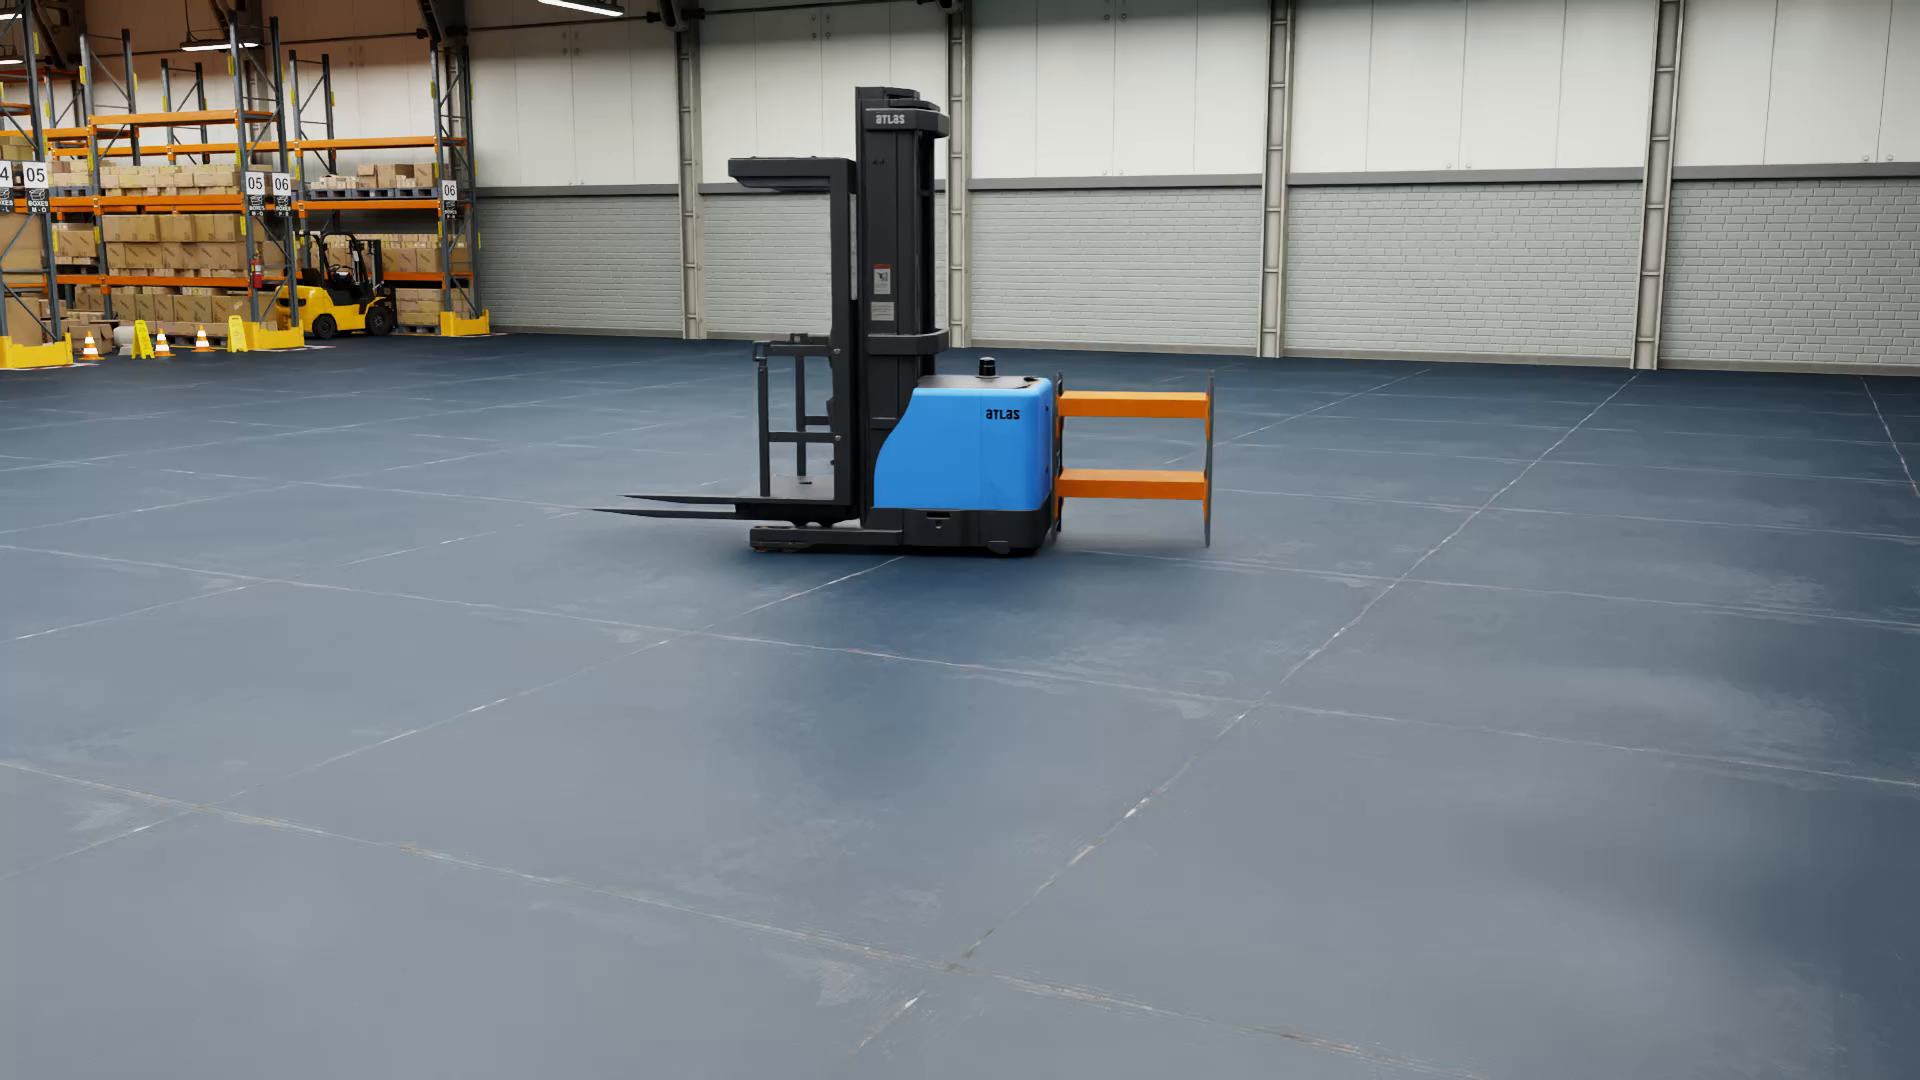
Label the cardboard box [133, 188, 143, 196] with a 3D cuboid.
[{"bbox_3d":[-15.481,-6.614,31.633,0.250,0.149,0.380,5,12,28],"label":"cardboard box"}]

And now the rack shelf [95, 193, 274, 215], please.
[{"bbox_3d":[-14.546,-6.347,31.474,4.000,0.370,1.077,5,11,26],"label":"rack shelf"}]

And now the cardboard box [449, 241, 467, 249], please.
[{"bbox_3d":[-10.749,-6.297,35.498,0.250,0.149,0.380,5,11,24],"label":"cardboard box"}]

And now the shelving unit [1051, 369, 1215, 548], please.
[{"bbox_3d":[1.158,-0.557,11.150,1.048,1.125,0.538,1,10,8],"label":"shelving unit"}]

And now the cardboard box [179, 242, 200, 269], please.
[{"bbox_3d":[-14.255,-5.342,31.207,0.500,0.500,0.500,5,11,26],"label":"cardboard box"}]

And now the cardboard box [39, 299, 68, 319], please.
[{"bbox_3d":[-17.100,-4.239,31.119,0.500,0.500,0.500,5,11,26],"label":"cardboard box"}]

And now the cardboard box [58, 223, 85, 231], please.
[{"bbox_3d":[-17.477,-6.156,32.708,0.250,0.149,0.380,5,11,24],"label":"cardboard box"}]

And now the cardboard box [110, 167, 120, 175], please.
[{"bbox_3d":[-15.956,-7.035,31.720,0.250,0.149,0.380,5,12,28],"label":"cardboard box"}]

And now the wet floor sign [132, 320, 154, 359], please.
[{"bbox_3d":[-13.950,-3.424,28.339,0.232,0.644,0.267,3,11,16],"label":"wet floor sign"}]

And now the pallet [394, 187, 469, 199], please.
[{"bbox_3d":[-11.182,-7.353,35.260,1.213,0.211,1.003,5,11,26],"label":"pallet"}]

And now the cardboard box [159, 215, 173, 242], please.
[{"bbox_3d":[-14.647,-5.887,31.410,0.500,0.500,0.700,5,11,25],"label":"cardboard box"}]

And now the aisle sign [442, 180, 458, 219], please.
[{"bbox_3d":[-10.631,-7.088,34.669,0.004,0.787,0.394,5,11,26],"label":"aisle sign"}]

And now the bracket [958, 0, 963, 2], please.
[{"bbox_3d":[0.191,-9.747,29.713,0.430,0.232,0.235,5,11,26],"label":"bracket"}]

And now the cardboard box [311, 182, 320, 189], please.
[{"bbox_3d":[-13.879,-7.700,36.175,0.250,0.149,0.380,5,12,27],"label":"cardboard box"}]

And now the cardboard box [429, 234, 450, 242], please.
[{"bbox_3d":[-10.974,-6.370,35.065,0.250,0.149,0.380,5,11,26],"label":"cardboard box"}]

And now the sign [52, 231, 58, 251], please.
[{"bbox_3d":[-14.601,-4.822,26.797,0.005,0.325,0.100,5,11,26],"label":"sign"}]

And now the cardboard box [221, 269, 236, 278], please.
[{"bbox_3d":[-13.459,-4.941,30.815,0.250,0.149,0.380,5,11,25],"label":"cardboard box"}]

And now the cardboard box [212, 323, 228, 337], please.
[{"bbox_3d":[-13.618,-3.944,31.139,0.500,0.250,0.500,5,11,26],"label":"cardboard box"}]

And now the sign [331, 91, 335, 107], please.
[{"bbox_3d":[-13.879,-9.752,36.777,0.005,0.325,0.100,5,11,26],"label":"sign"}]

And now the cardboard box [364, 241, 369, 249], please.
[{"bbox_3d":[-12.599,-6.352,35.801,0.250,0.149,0.380,5,11,25],"label":"cardboard box"}]

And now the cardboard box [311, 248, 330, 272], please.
[{"bbox_3d":[-13.864,-6.148,36.497,0.500,0.500,0.500,5,11,24],"label":"cardboard box"}]

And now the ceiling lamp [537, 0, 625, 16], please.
[{"bbox_3d":[-6.183,-10.536,27.786,0.800,3.185,2.000,5,11,26],"label":"ceiling lamp"}]

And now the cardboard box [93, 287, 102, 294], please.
[{"bbox_3d":[-20.599,-6.003,39.995,0.250,0.149,0.380,4,11,23],"label":"cardboard box"}]

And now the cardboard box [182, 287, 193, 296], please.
[{"bbox_3d":[-14.405,-4.690,31.337,0.250,0.149,0.380,6,12,28],"label":"cardboard box"}]

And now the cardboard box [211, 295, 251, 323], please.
[{"bbox_3d":[-13.586,-4.311,31.066,0.500,0.500,0.500,5,11,26],"label":"cardboard box"}]

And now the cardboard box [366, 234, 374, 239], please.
[{"bbox_3d":[-12.570,-6.512,35.852,0.250,0.149,0.380,5,11,26],"label":"cardboard box"}]

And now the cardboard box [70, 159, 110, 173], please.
[{"bbox_3d":[-16.916,-7.263,32.352,0.500,0.250,0.500,5,12,27],"label":"cardboard box"}]

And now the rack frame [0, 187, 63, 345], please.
[{"bbox_3d":[-14.852,-4.269,26.394,0.127,3.000,1.000,5,11,26],"label":"rack frame"}]

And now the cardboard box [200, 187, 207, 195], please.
[{"bbox_3d":[-13.855,-6.475,30.864,0.250,0.149,0.380,5,11,26],"label":"cardboard box"}]

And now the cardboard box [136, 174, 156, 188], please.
[{"bbox_3d":[-15.156,-6.772,31.389,0.500,0.250,0.500,5,11,26],"label":"cardboard box"}]

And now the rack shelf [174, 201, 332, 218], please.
[{"bbox_3d":[-15.940,-7.455,37.598,4.000,0.370,1.077,5,11,26],"label":"rack shelf"}]

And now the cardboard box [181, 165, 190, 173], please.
[{"bbox_3d":[-14.282,-6.909,31.024,0.250,0.149,0.380,5,11,24],"label":"cardboard box"}]

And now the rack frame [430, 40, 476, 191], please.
[{"bbox_3d":[-10.560,-8.812,34.654,0.127,3.000,1.000,5,11,26],"label":"rack frame"}]

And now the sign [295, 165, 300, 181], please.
[{"bbox_3d":[-14.378,-7.973,36.106,0.005,0.325,0.100,5,11,26],"label":"sign"}]

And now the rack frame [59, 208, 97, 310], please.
[{"bbox_3d":[-21.321,-6.806,40.413,0.127,3.000,1.000,5,11,26],"label":"rack frame"}]

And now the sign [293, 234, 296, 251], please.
[{"bbox_3d":[-12.513,-5.580,31.208,0.005,0.325,0.100,5,11,26],"label":"sign"}]

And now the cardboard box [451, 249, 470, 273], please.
[{"bbox_3d":[-10.881,-5.993,35.640,0.500,0.500,0.500,5,12,28],"label":"cardboard box"}]

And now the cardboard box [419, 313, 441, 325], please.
[{"bbox_3d":[-11.121,-4.701,35.321,0.500,0.250,0.500,5,11,26],"label":"cardboard box"}]

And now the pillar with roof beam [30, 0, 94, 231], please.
[{"bbox_3d":[-23.451,-9.269,37.178,0.548,9.000,9.100,5,11,26],"label":"pillar with roof beam"}]

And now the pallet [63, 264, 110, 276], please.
[{"bbox_3d":[-16.961,-5.372,33.026,1.213,0.211,1.003,5,11,26],"label":"pallet"}]

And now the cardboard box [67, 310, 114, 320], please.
[{"bbox_3d":[-17.457,-4.393,33.281,0.625,0.372,0.950,6,12,29],"label":"cardboard box"}]

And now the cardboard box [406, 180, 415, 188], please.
[{"bbox_3d":[-11.437,-7.485,34.990,0.250,0.149,0.380,5,11,24],"label":"cardboard box"}]

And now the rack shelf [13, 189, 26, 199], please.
[{"bbox_3d":[-16.646,-5.548,27.062,4.000,0.370,1.077,5,11,26],"label":"rack shelf"}]

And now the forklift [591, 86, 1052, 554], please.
[{"bbox_3d":[-0.925,-1.449,11.005,3.031,2.935,1.130,1,10,8],"label":"forklift"}]

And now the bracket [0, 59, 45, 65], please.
[{"bbox_3d":[-24.386,-11.907,41.646,4.783,0.066,0.076,5,11,26],"label":"bracket"}]

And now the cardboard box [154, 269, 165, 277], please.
[{"bbox_3d":[-15.056,-5.081,31.585,0.250,0.149,0.380,5,11,26],"label":"cardboard box"}]

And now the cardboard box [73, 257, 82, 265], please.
[{"bbox_3d":[-17.152,-5.486,32.644,0.250,0.149,0.380,5,11,24],"label":"cardboard box"}]
